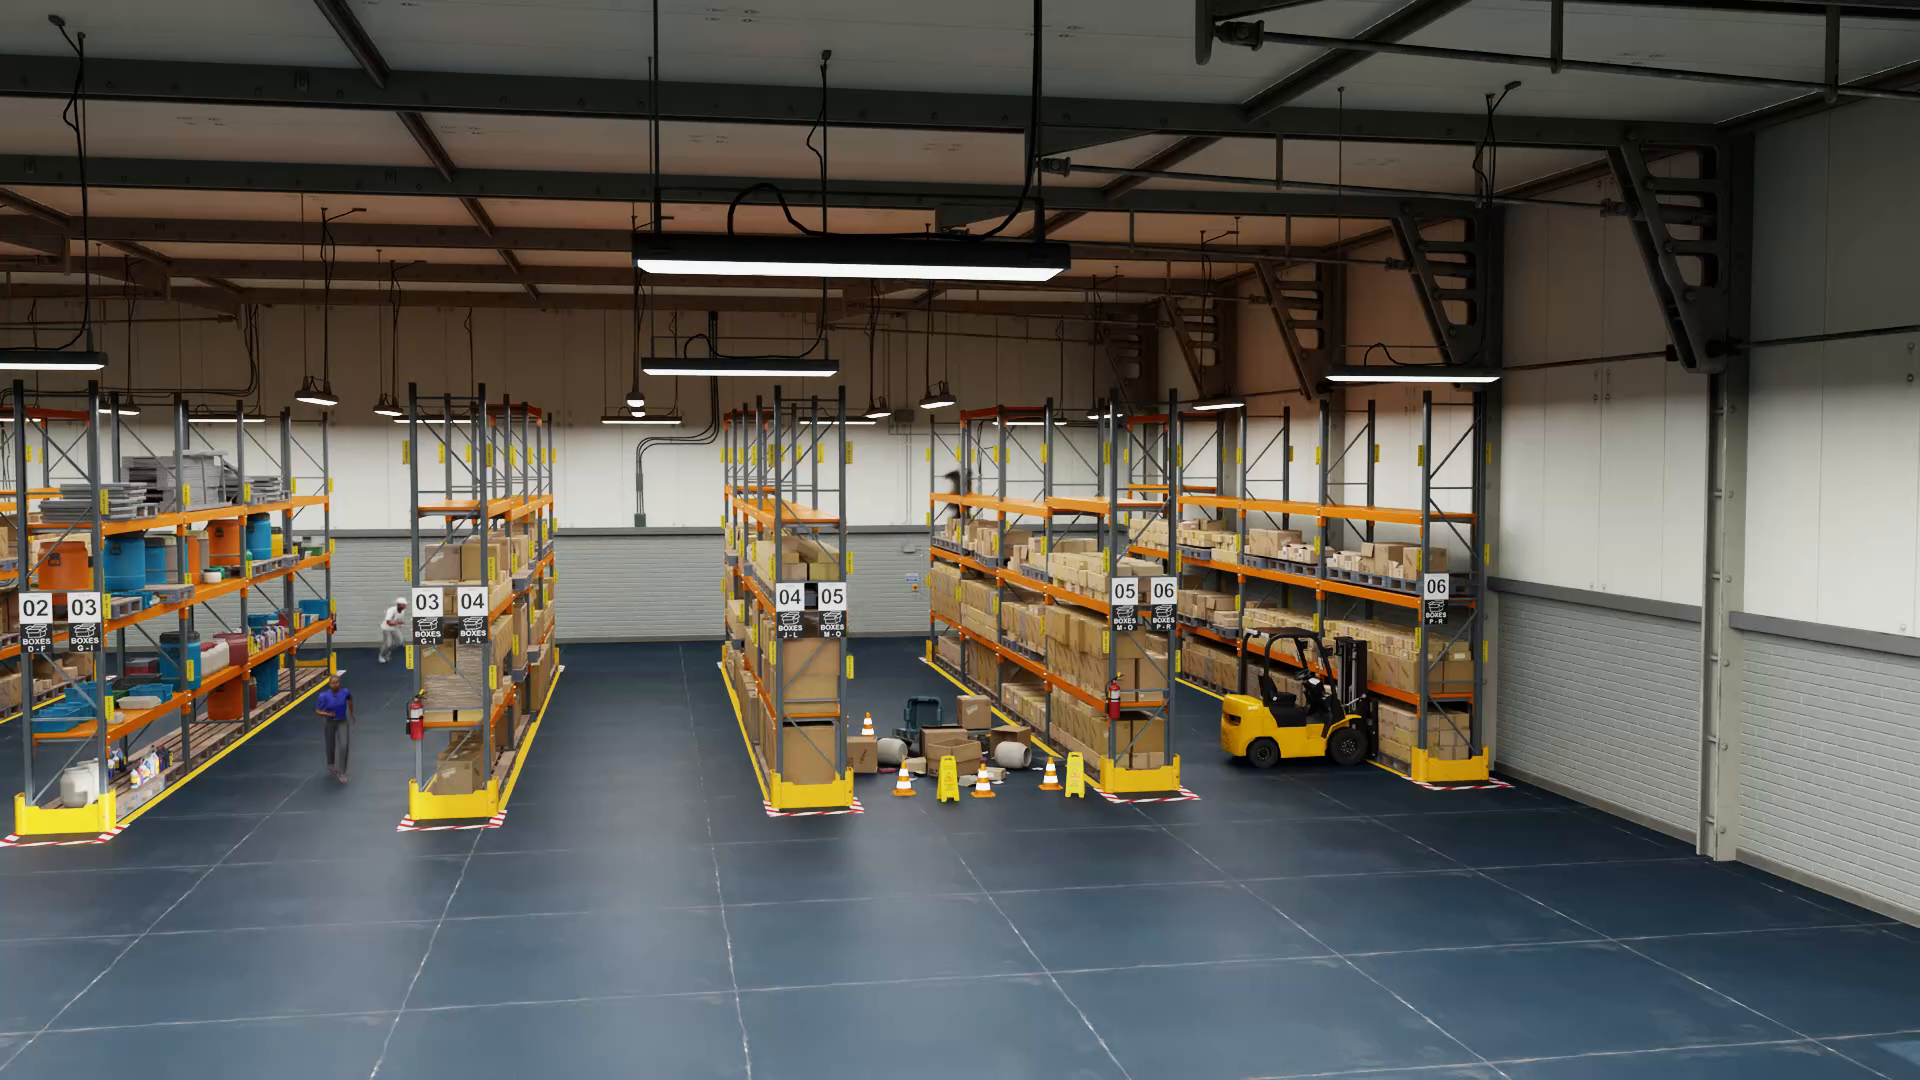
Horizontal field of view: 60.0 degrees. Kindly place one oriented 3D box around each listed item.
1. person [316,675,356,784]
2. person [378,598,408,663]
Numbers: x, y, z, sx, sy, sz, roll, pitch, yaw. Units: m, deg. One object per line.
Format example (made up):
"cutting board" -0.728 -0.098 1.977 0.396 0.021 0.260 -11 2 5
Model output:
"person" -9.648 2.885 25.697 0.588 1.645 0.963 -1 3 -26
"person" -13.145 -0.530 20.159 17.016 8.975 36.790 1 3 23
